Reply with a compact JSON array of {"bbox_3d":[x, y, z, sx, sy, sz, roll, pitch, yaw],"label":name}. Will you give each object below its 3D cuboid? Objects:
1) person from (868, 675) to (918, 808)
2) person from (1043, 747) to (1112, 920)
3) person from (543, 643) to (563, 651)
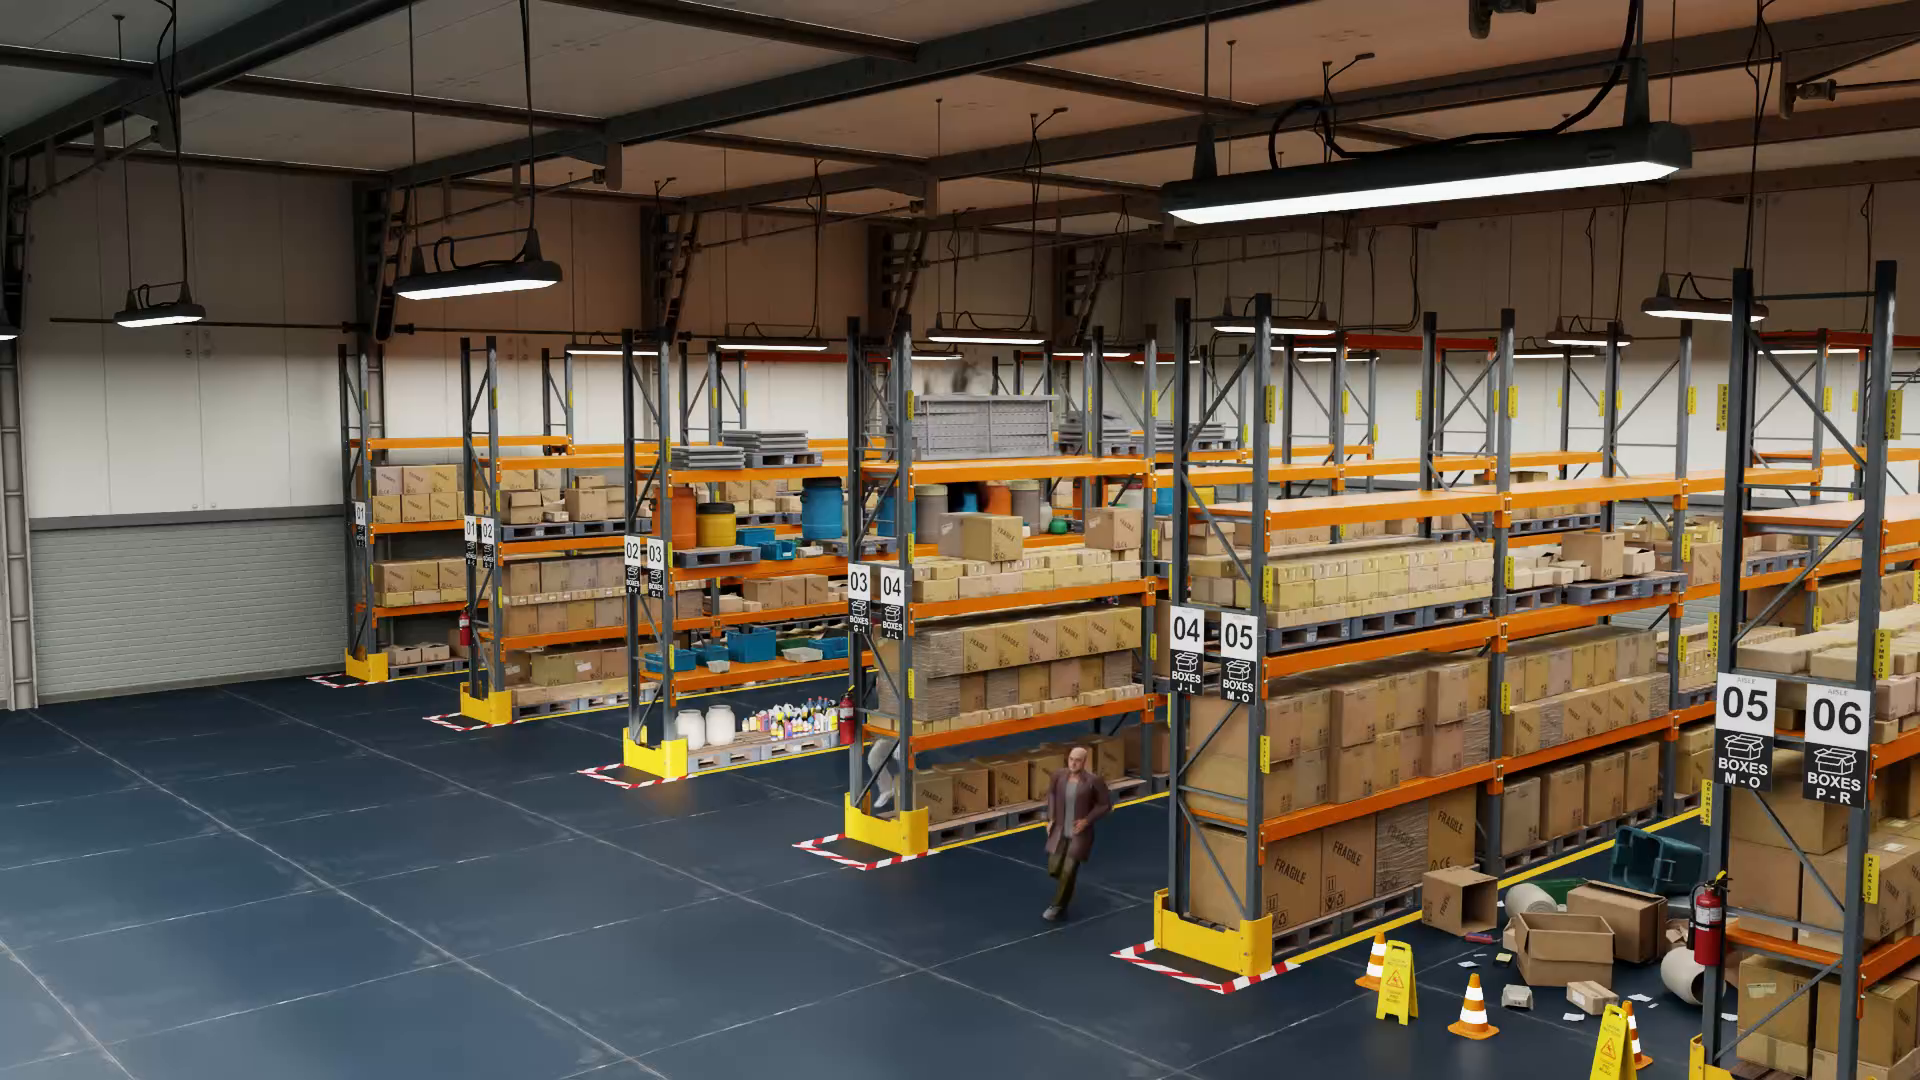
[{"bbox_3d":[-0.726,2.453,20.798,0.878,1.685,0.753,-3,6,-33],"label":"person"},{"bbox_3d":[1.143,2.865,16.316,0.697,1.720,0.585,2,6,24],"label":"person"},{"bbox_3d":[-7.019,1.772,29.054,0.595,1.590,0.561,3,6,31],"label":"person"}]
